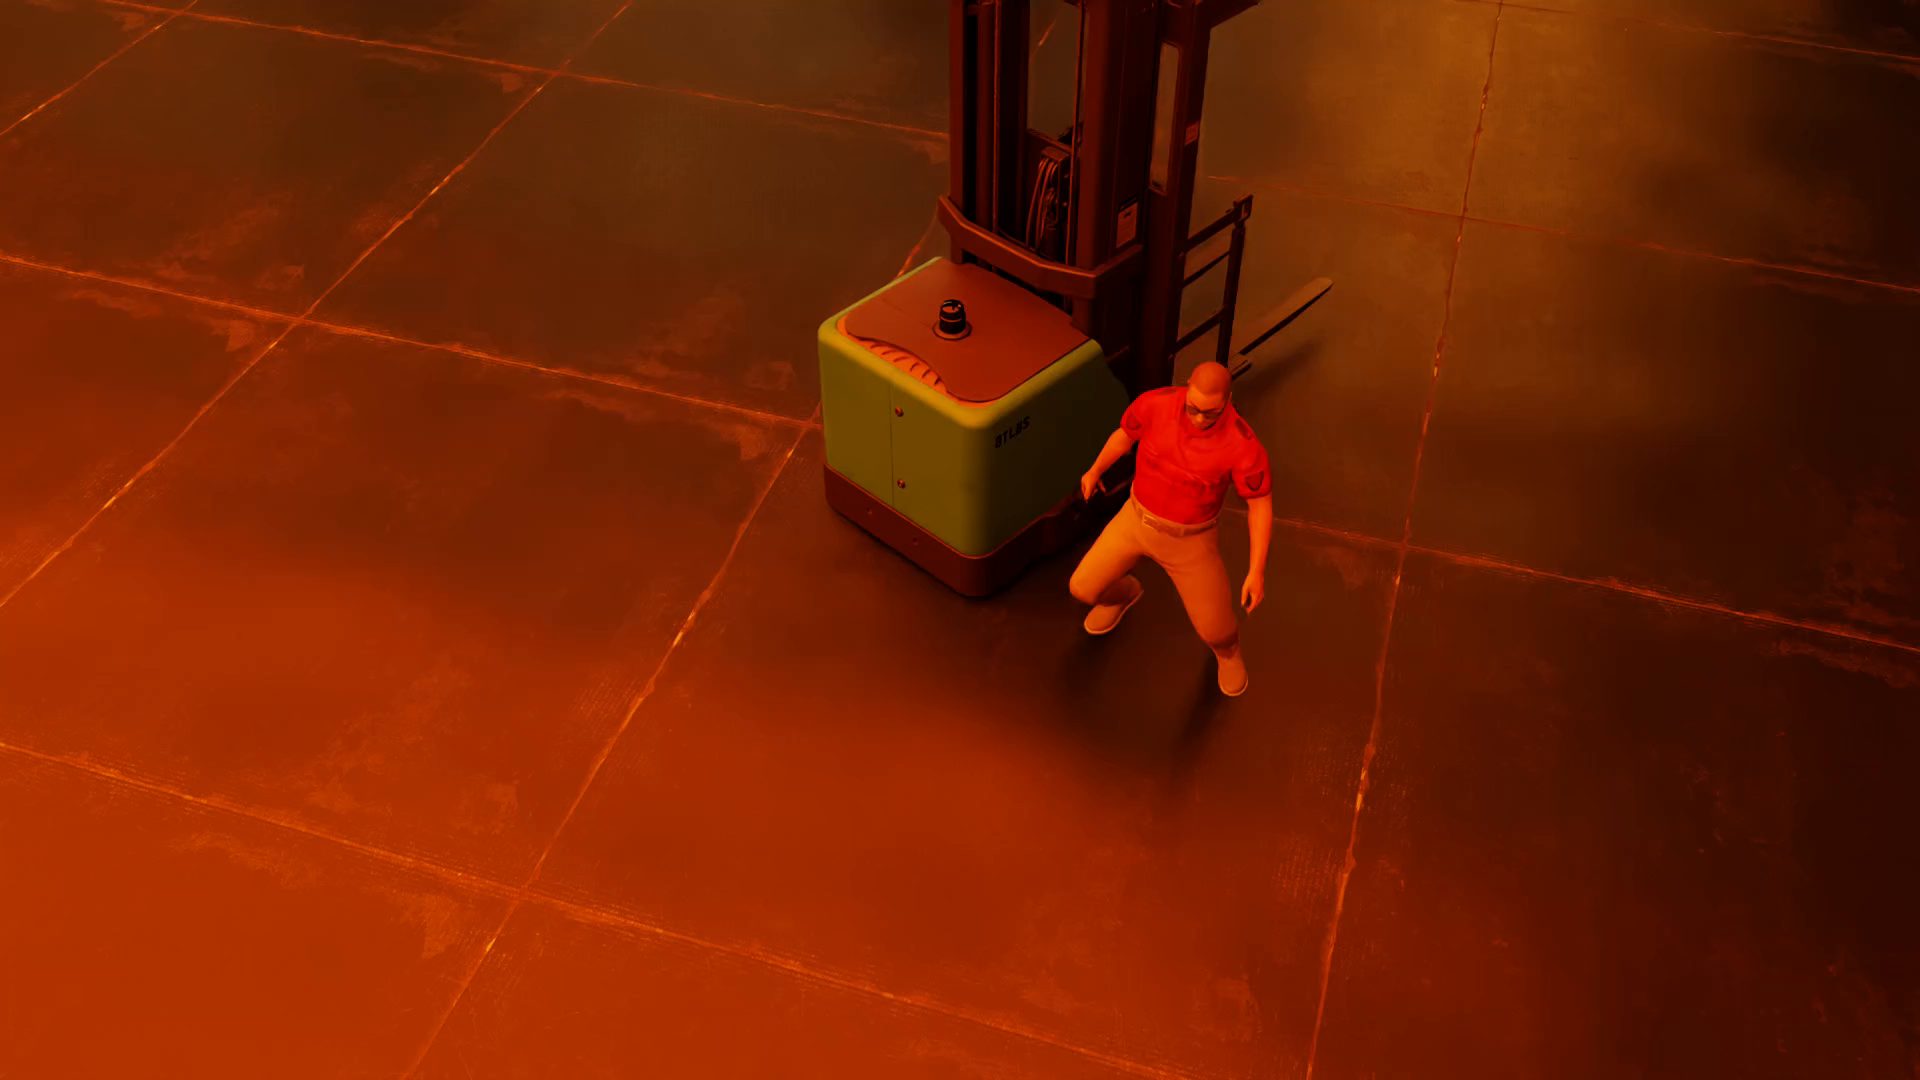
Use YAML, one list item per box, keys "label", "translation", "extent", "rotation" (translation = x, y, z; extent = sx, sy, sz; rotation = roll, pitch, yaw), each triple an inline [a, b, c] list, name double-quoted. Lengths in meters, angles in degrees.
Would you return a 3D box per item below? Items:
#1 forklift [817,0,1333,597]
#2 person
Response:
- label: "forklift"
  translation: [0.740, -1.726, 7.544]
  extent: [1.130, 2.935, 3.031]
  rotation: [33, 52, 30]
- label: "person"
  translation: [0.862, -0.062, 6.731]
  extent: [0.934, 1.637, 0.559]
  rotation: [27, 49, 26]
